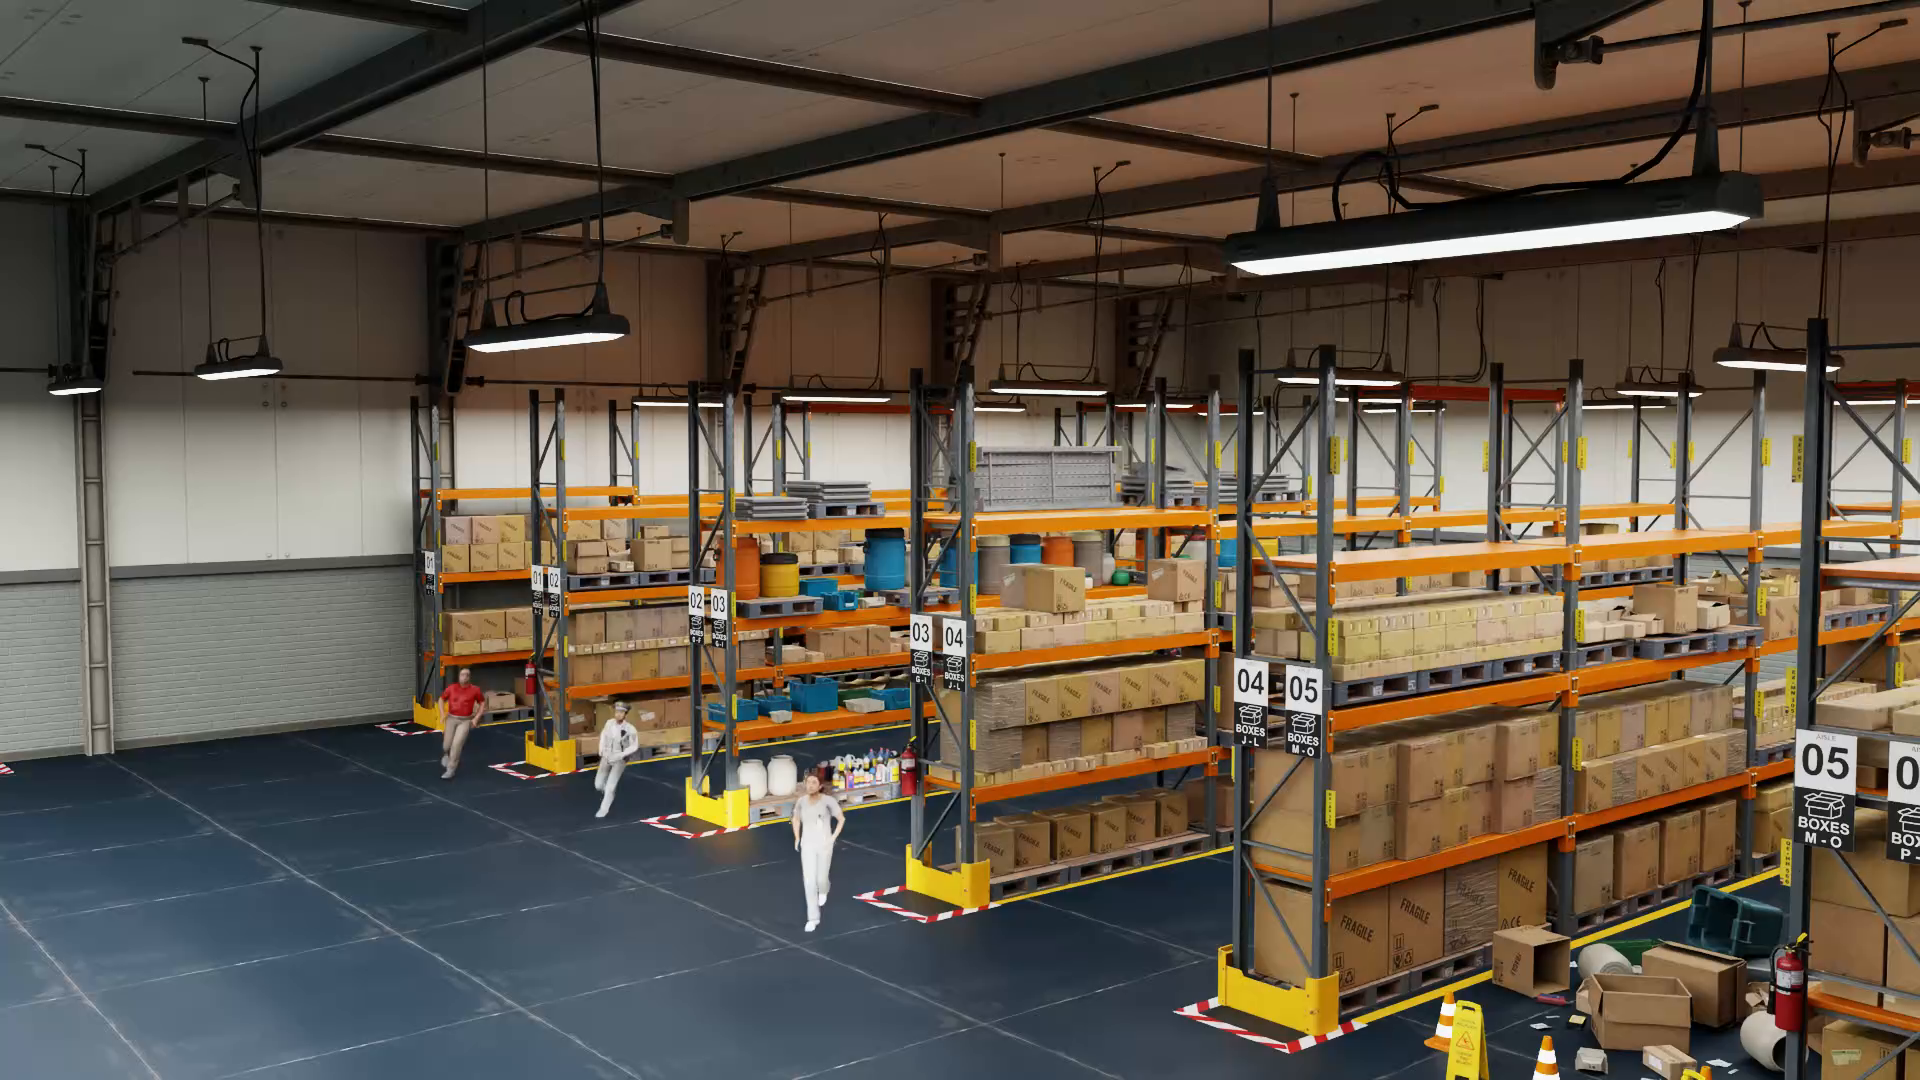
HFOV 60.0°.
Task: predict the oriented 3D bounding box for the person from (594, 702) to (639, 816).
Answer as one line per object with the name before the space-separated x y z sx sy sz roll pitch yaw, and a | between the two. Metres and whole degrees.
person | -4.728 3.008 22.914 0.664 1.609 0.553 1 3 15

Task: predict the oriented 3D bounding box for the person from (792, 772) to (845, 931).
person | -1.513 3.291 17.851 0.582 1.663 0.742 0 3 8

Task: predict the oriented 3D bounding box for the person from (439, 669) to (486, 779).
person | -7.717 2.818 25.760 0.706 1.656 0.674 -1 3 -9
